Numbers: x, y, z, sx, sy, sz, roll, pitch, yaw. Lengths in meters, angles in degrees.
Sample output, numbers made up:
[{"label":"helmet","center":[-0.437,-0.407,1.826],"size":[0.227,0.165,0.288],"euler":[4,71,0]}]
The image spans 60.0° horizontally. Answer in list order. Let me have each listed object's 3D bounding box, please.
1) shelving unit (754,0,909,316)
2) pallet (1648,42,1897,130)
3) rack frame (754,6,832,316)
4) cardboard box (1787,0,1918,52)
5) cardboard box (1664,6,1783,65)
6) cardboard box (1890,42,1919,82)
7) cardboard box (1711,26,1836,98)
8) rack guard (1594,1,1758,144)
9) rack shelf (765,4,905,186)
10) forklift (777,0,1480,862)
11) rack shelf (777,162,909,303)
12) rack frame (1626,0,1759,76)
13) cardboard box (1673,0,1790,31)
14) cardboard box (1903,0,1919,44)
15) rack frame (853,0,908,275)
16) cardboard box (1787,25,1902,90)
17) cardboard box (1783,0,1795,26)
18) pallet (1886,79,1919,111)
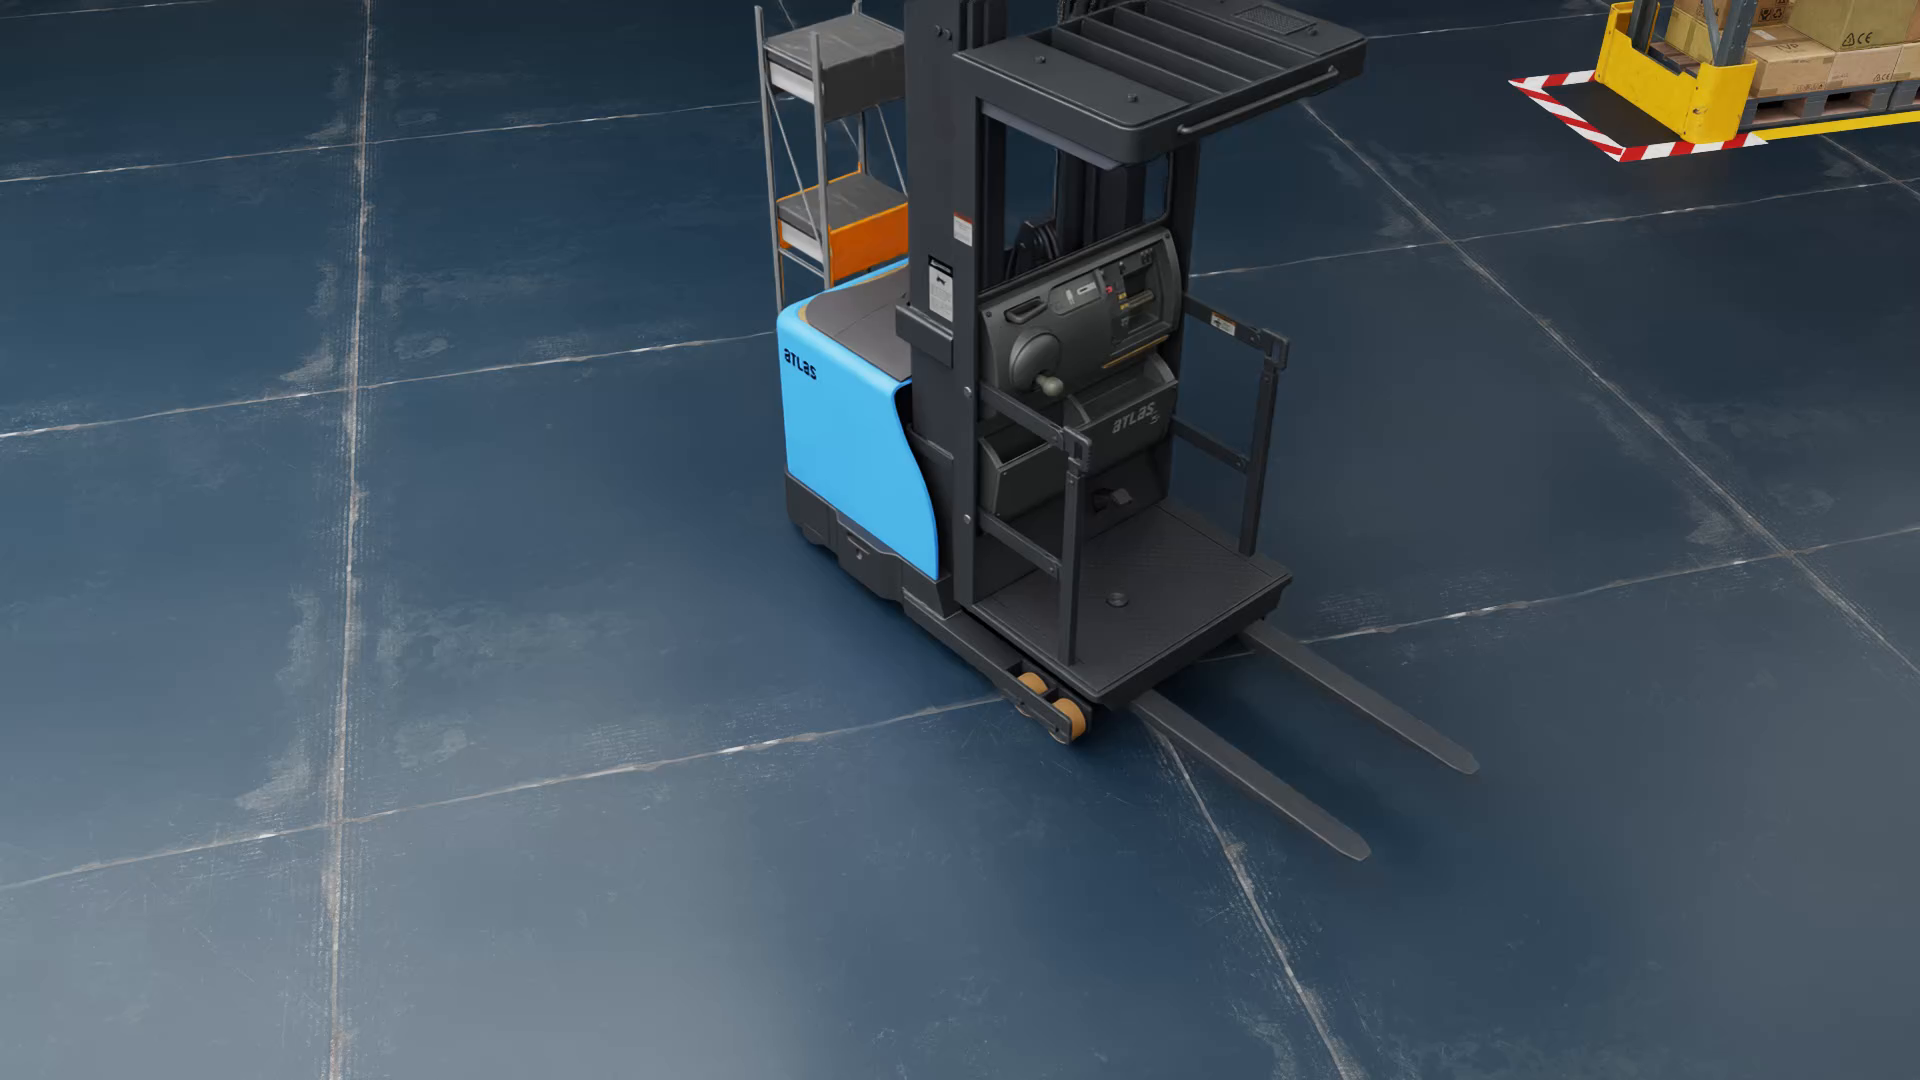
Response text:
[{"label":"shelving unit","center":[-0.488,-1.272,7.184],"size":[0.503,2.100,0.431],"euler":[-28,45,-31]},{"label":"pallet","center":[5.394,-3.099,11.128],"size":[1.213,0.211,1.003],"euler":[-9,38,-12]},{"label":"rack frame","center":[-0.672,-1.175,7.057],"size":[0.015,2.100,0.400],"euler":[-28,45,-31]},{"label":"cardboard box","center":[5.724,-3.469,10.616],"size":[0.500,0.500,0.500],"euler":[-9,38,-12]},{"label":"cardboard box","center":[5.107,-3.394,11.136],"size":[0.500,0.250,0.500],"euler":[-9,38,-12]},{"label":"cardboard box","center":[6.207,-3.251,10.948],"size":[0.500,0.250,0.500],"euler":[-9,38,-12]},{"label":"cardboard box","center":[5.242,-3.090,10.739],"size":[0.500,0.250,0.500],"euler":[-9,38,-12]},{"label":"rack guard","center":[4.643,-3.065,10.845],"size":[0.348,0.500,1.175],"euler":[-9,38,-12]},{"label":"rack shelf","center":[-0.488,-1.817,6.767],"size":[0.480,0.518,0.431],"euler":[-28,45,-31]},{"label":"forklift","center":[0.587,-0.752,5.821],"size":[1.130,2.935,3.031],"euler":[-28,45,-31]},{"label":"rack shelf","center":[-0.488,-1.261,7.192],"size":[0.480,0.518,0.431],"euler":[-28,45,-31]},{"label":"rack frame","center":[4.666,-4.061,10.090],"size":[0.127,3.000,1.000],"euler":[-9,38,-12]},{"label":"cardboard box","center":[5.107,-3.693,10.910],"size":[0.500,0.500,0.500],"euler":[-9,38,-12]},{"label":"cardboard box","center":[6.204,-3.555,10.729],"size":[0.500,0.500,0.500],"euler":[-9,38,-12]},{"label":"rack frame","center":[-0.303,-1.369,7.311],"size":[0.015,2.100,0.400],"euler":[-28,45,-31]},{"label":"cardboard box","center":[5.724,-3.172,10.845],"size":[0.500,0.250,0.500],"euler":[-9,38,-12]},{"label":"cardboard box","center":[5.587,-3.480,11.248],"size":[0.500,0.250,0.500],"euler":[-9,38,-12]},{"label":"pallet","center":[6.569,-3.291,11.378],"size":[1.213,0.211,1.003],"euler":[-9,38,-12]}]
